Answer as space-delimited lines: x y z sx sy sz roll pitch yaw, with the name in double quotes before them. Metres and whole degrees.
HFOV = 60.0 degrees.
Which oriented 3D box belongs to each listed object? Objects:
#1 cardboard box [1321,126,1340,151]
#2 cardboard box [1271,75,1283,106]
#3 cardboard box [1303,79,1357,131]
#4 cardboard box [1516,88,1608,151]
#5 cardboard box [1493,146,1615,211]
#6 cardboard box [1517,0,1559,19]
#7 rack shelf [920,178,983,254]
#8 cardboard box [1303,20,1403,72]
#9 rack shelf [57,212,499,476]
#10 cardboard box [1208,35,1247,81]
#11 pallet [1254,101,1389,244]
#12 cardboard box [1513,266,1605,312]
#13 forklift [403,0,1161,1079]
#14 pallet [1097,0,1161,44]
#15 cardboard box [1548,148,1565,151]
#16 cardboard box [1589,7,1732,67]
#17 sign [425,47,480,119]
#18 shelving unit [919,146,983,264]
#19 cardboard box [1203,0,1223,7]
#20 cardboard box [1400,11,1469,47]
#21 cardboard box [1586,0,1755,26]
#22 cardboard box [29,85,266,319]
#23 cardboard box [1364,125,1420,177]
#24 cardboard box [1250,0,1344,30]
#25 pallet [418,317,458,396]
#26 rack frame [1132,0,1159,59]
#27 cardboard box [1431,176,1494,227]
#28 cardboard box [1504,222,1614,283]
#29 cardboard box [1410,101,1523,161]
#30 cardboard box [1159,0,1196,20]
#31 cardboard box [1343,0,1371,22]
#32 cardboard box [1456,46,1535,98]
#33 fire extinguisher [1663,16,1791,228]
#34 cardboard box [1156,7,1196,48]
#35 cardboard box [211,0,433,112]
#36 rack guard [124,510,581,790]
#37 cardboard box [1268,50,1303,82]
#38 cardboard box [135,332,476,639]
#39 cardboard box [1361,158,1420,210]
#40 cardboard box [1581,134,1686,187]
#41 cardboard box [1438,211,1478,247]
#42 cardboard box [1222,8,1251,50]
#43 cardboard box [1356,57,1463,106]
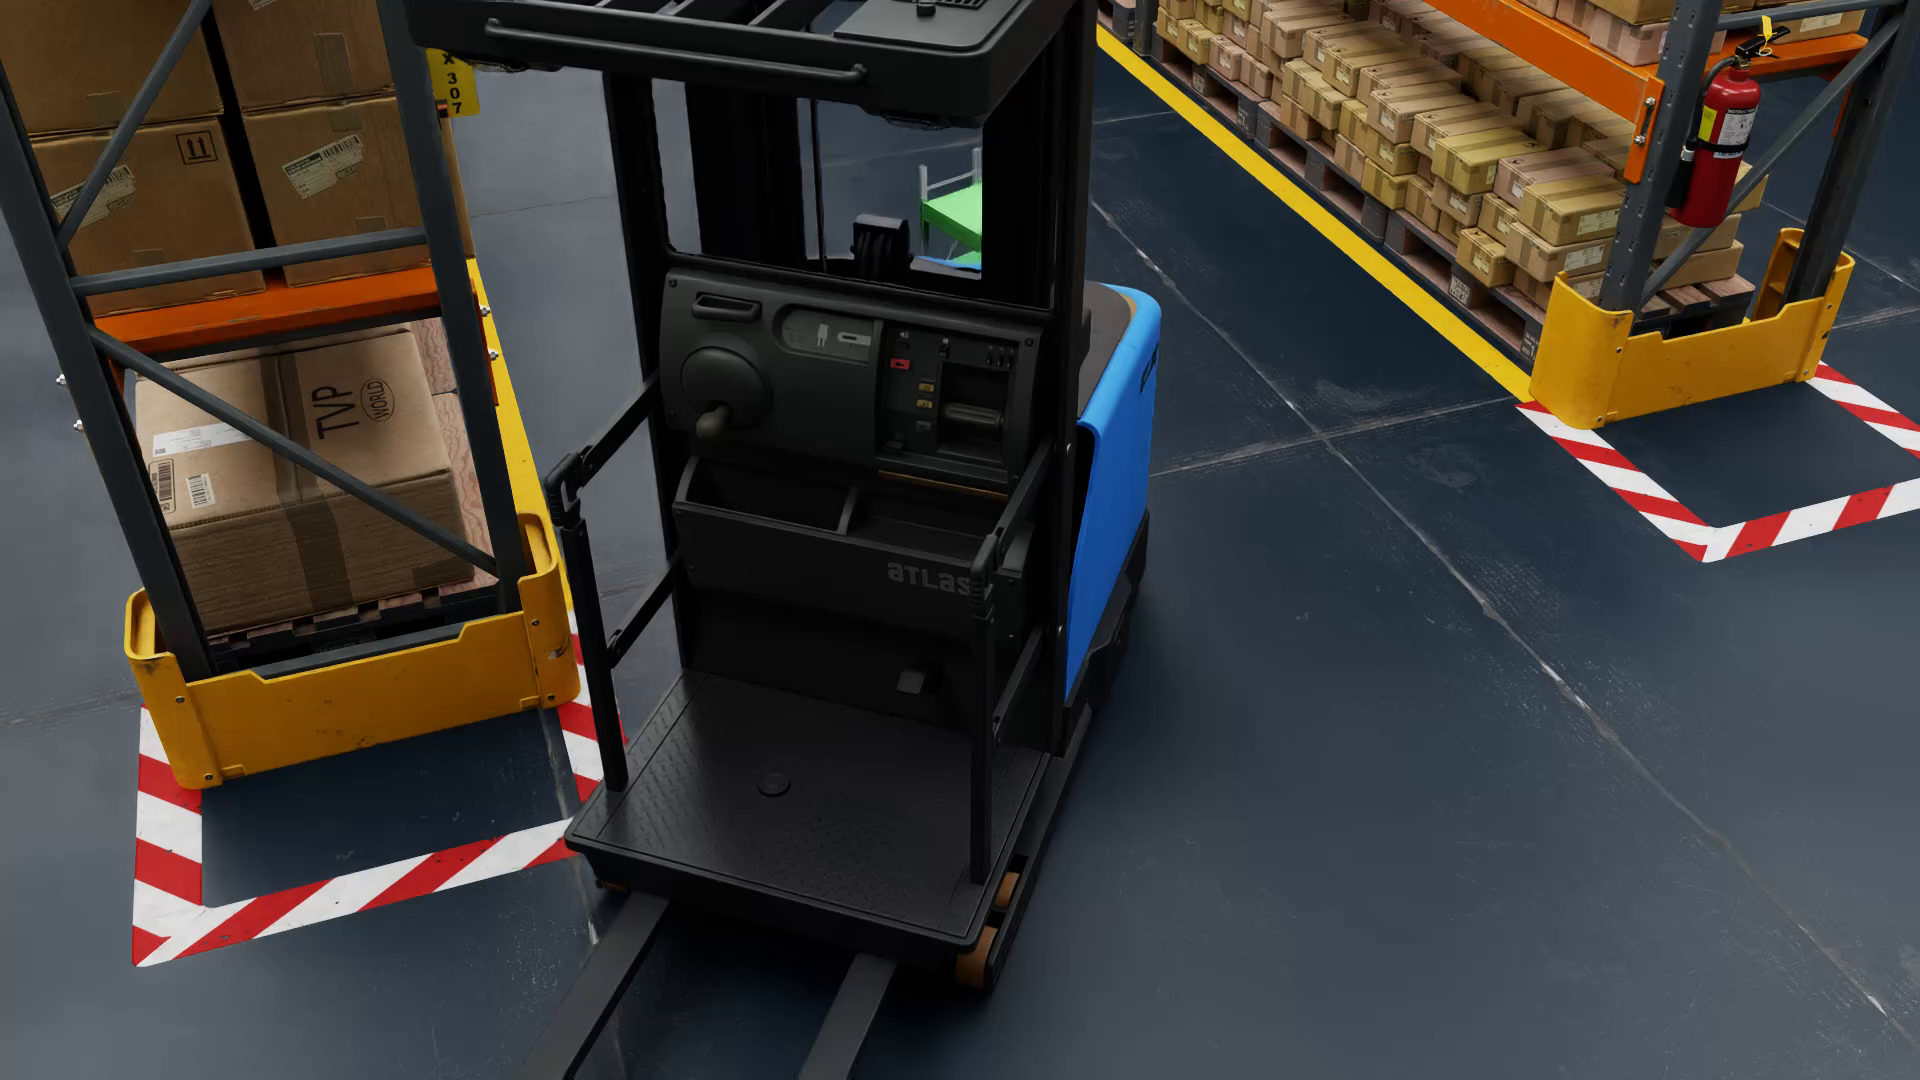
"cardboard box" 1.938 -1.939 7.851 0.380 0.149 0.250 -11 38 -15
"cardboard box" 1.777 -2.238 8.248 0.380 0.149 0.250 -14 39 -18
"cardboard box" 1.832 -2.048 7.749 0.380 0.149 0.250 -12 39 -15
"cardboard box" 2.645 -1.835 7.219 0.380 0.149 0.250 -14 39 -18
"cardboard box" 2.391 -1.446 6.703 0.380 0.149 0.250 -12 39 -15
"cardboard box" 2.315 -2.091 6.242 0.380 0.149 0.250 -13 39 -16
"rack shelf" 0.117 -0.987 5.371 0.258 0.148 0.480 -25 44 -29
"cardboard box" 1.857 -2.327 7.873 0.380 0.149 0.250 -14 39 -18
"rack shelf" -2.457 -1.540 5.899 1.077 0.370 4.000 -12 39 -16
"cardboard box" 1.517 -2.516 8.617 0.380 0.149 0.250 -13 39 -16
"pallet" 2.155 -1.863 8.047 1.003 0.211 1.213 -12 39 -16
"cardboard box" 2.467 -1.062 6.688 0.380 0.149 0.250 -12 39 -15
"forklift" -0.336 -0.307 3.722 1.130 2.935 3.031 11 38 15
"pallet" 1.198 -3.365 10.041 1.003 0.211 1.213 -12 39 -16
"cardboard box" 2.710 -1.730 7.327 0.380 0.149 0.250 -11 38 -15
"cardboard box" 2.466 -1.805 5.861 0.380 0.149 0.250 -12 39 -16
"sign" -1.246 -1.186 4.046 0.100 0.325 0.005 -12 39 -16
"shelving unit" 0.117 -0.654 5.621 0.258 1.200 0.503 -25 44 -29
"cardboard box" 1.430 -2.900 8.633 0.380 0.149 0.250 -11 38 -14
"cardboard box" 2.352 -2.437 8.018 0.380 0.149 0.250 -14 39 -18
"cardboard box" 2.448 -2.139 5.766 0.500 0.500 0.500 -12 39 -15
"cardboard box" -2.184 -0.955 4.441 0.500 0.500 0.500 -12 39 -16
"cardboard box" 2.023 -1.749 7.352 0.380 0.149 0.250 -12 39 -15
"cardboard box" 1.675 -2.625 8.268 0.380 0.149 0.250 -13 39 -17
"pallet" -2.534 -0.707 6.513 1.003 0.211 1.213 -12 39 -16
"rack frame" 1.467 -4.039 8.619 1.000 3.000 0.127 -12 39 -16
"cardboard box" 2.214 -1.459 6.967 0.380 0.149 0.250 -14 39 -18
"cardboard box" 2.394 -1.166 6.578 0.380 0.149 0.250 -13 39 -17
"cardboard box" 2.153 -1.726 7.074 0.380 0.149 0.250 -14 39 -18
"cardboard box" 1.292 -2.916 8.901 0.380 0.149 0.250 -11 38 -14
"cardboard box" 2.068 -2.720 8.394 0.380 0.149 0.250 -11 38 -14
"cardboard box" 2.511 -2.152 7.639 0.380 0.149 0.250 -12 39 -15
"fire extinguisher" 2.497 -1.361 5.439 0.296 0.674 0.183 -12 39 -16
"cardboard box" 1.291 -2.796 8.989 0.380 0.149 0.250 -14 39 -18
"cardboard box" -1.667 -1.467 4.290 0.500 0.500 0.500 -13 39 -17
"rack guard" -1.761 0.315 4.917 1.175 0.500 0.348 -12 39 -16
"cardboard box" 1.743 -2.348 8.147 0.380 0.149 0.250 -11 38 -14
"cardboard box" -2.090 -0.194 5.295 0.875 0.438 0.875 -14 39 -17
"cardboard box" 2.029 -1.622 7.430 0.380 0.149 0.250 -14 39 -18
"cardboard box" 2.775 -1.543 6.831 0.380 0.149 0.250 -12 39 -15
"cardboard box" 2.273 -1.354 7.075 0.380 0.149 0.250 -13 39 -16
"cardboard box" 1.581 -2.661 8.563 0.380 0.149 0.250 -13 39 -16
"cardboard box" 2.022 -2.038 7.488 0.380 0.149 0.250 -14 39 -17
